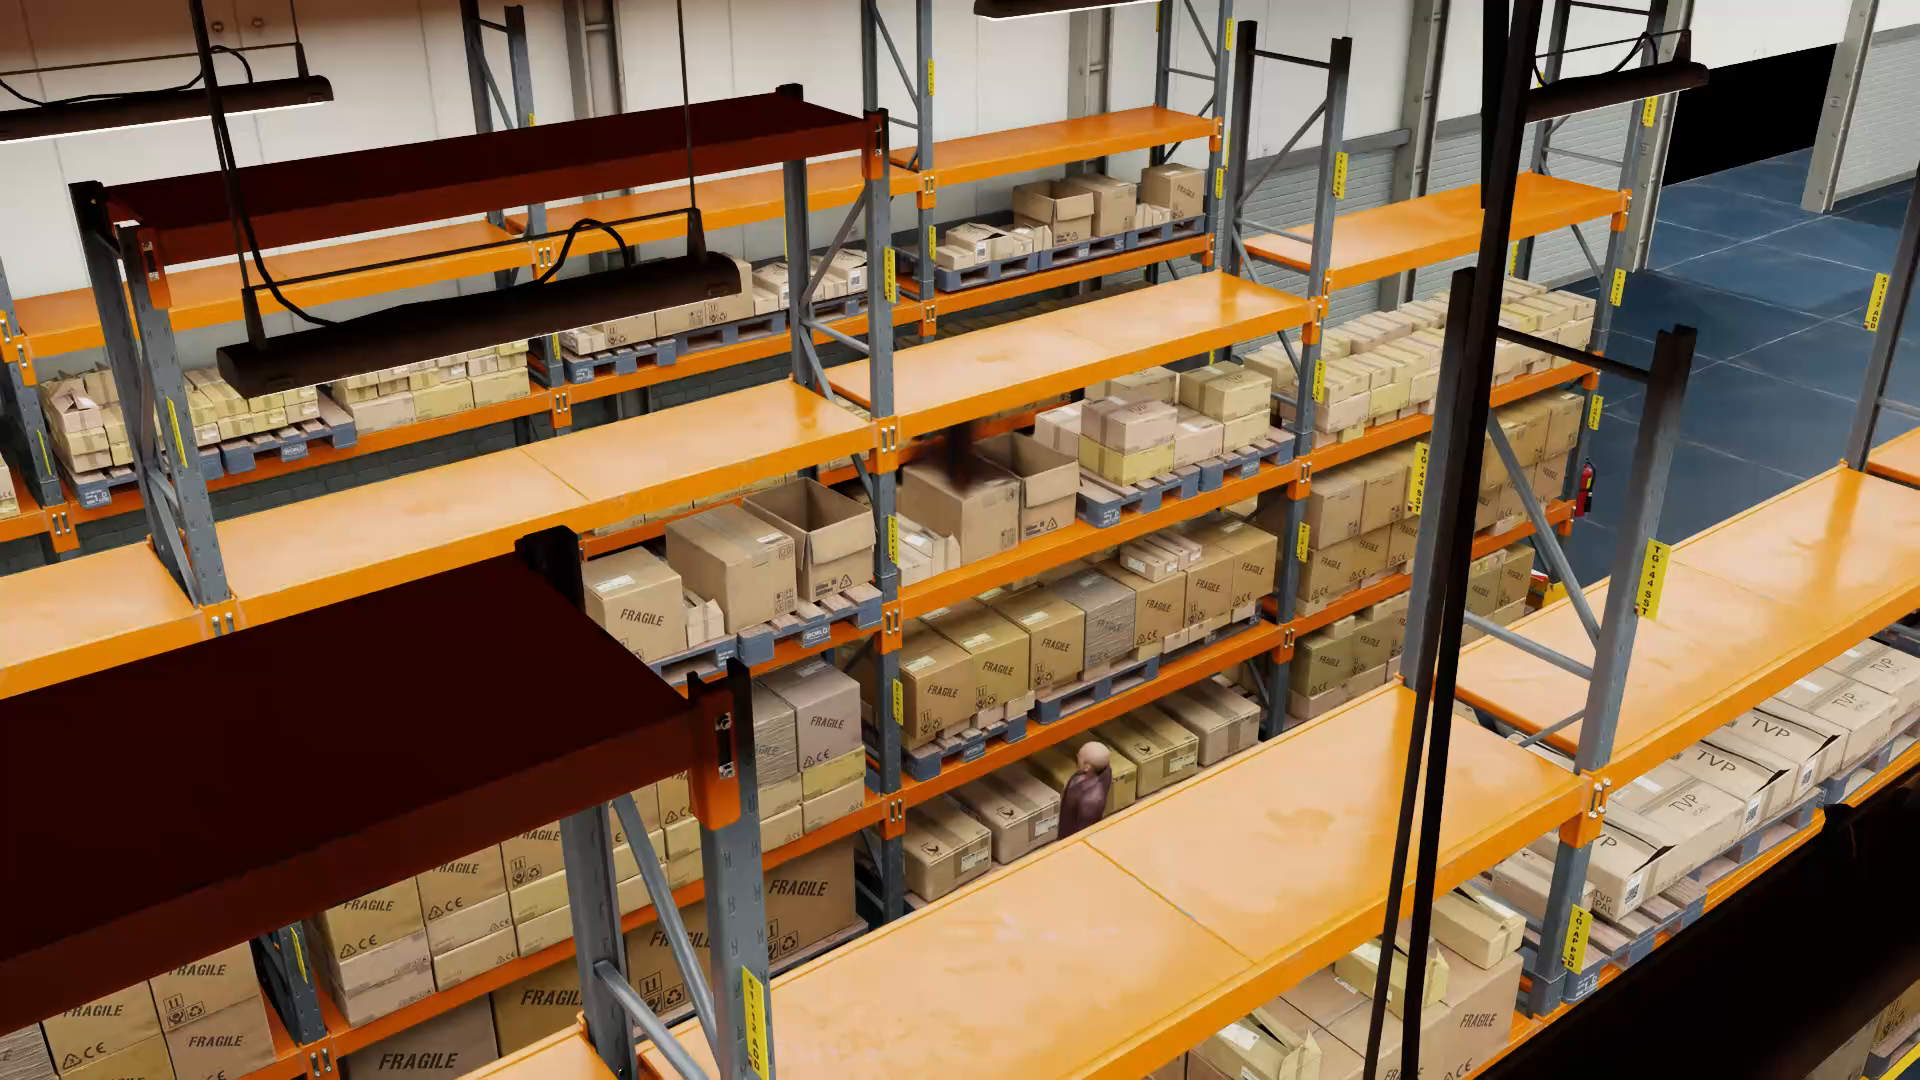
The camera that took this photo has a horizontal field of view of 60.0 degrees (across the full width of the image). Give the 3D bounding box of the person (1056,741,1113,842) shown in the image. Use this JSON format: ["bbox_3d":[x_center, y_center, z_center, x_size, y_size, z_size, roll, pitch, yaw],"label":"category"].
[{"bbox_3d":[0.804,2.097,11.167,0.518,1.801,0.614,2,26,3],"label":"person"}]
